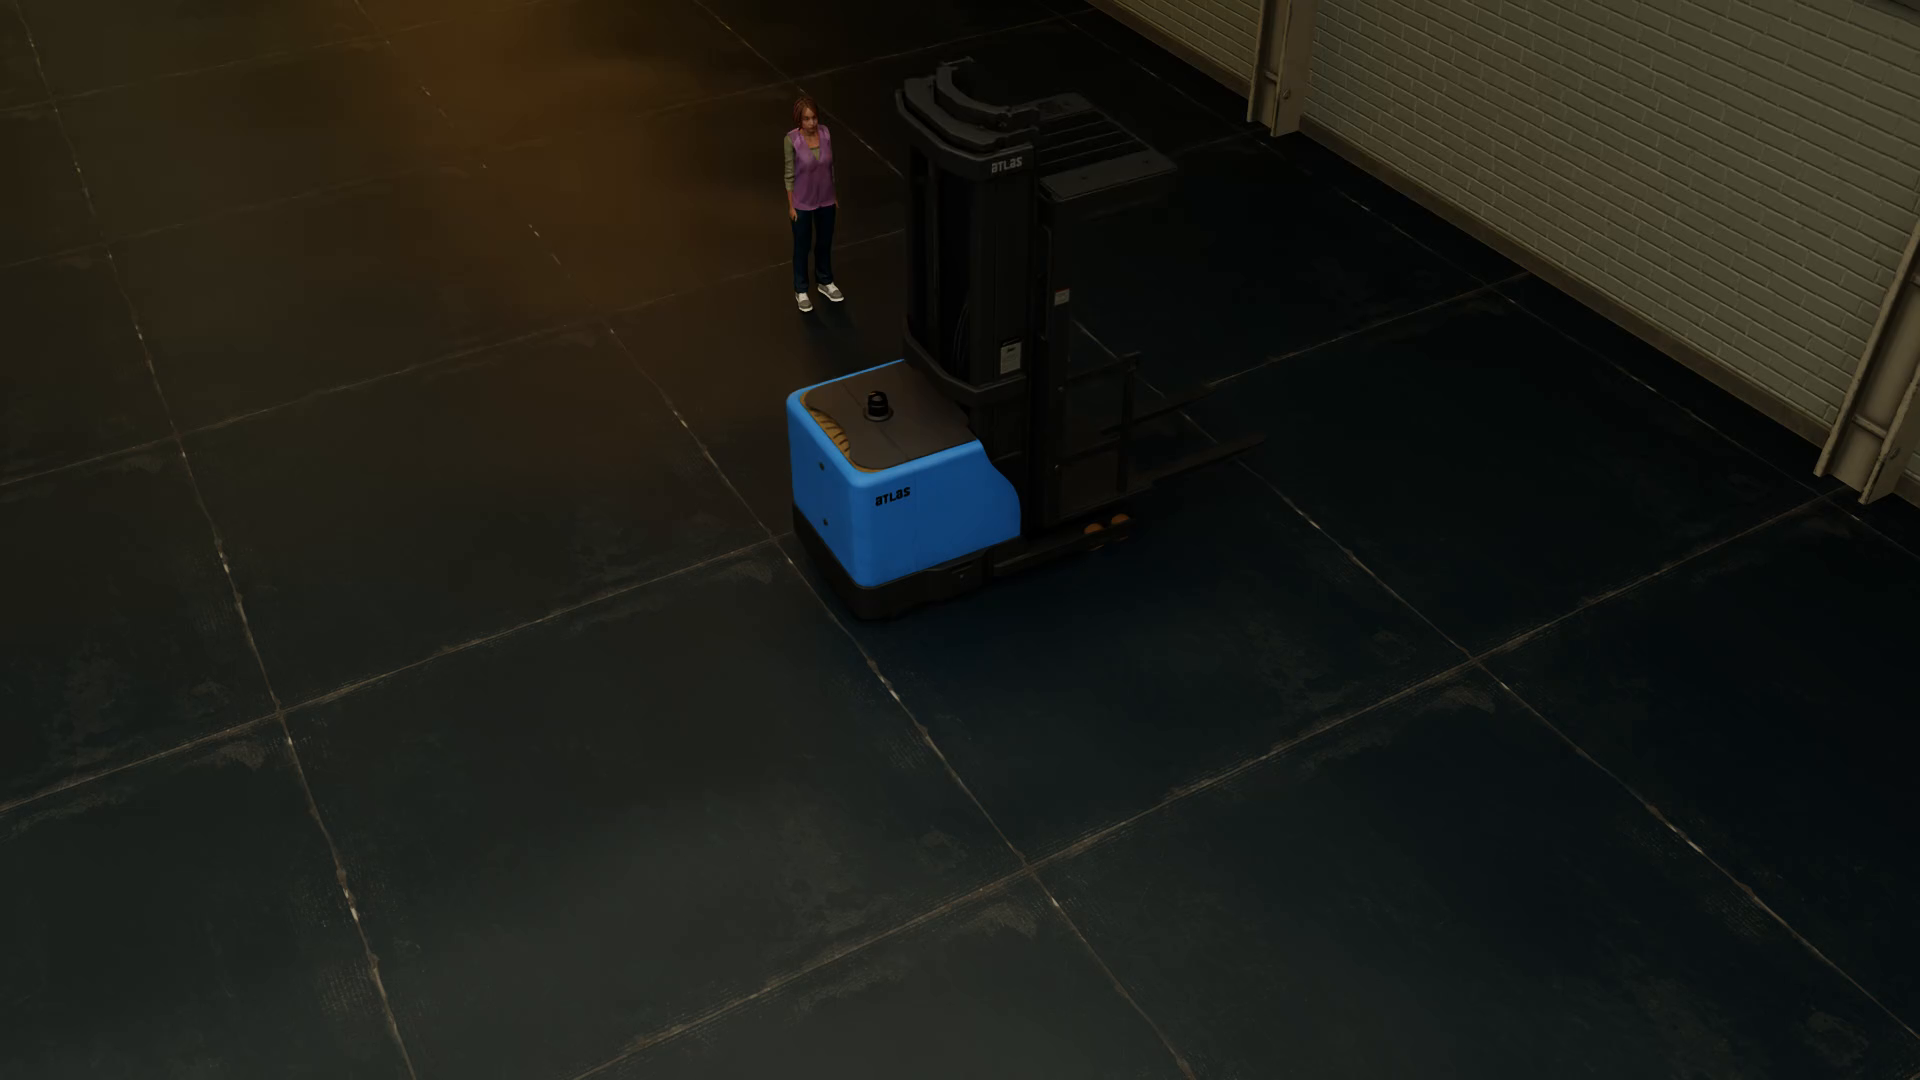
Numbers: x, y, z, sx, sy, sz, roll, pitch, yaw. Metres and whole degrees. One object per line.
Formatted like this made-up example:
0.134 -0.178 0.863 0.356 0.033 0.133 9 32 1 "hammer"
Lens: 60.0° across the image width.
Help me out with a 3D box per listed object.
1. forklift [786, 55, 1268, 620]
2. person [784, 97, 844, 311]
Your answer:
0.511 -1.342 9.654 3.031 2.935 1.130 -19 43 -22 "forklift"
-1.063 -2.438 12.019 0.404 1.603 0.311 -22 44 -24 "person"
